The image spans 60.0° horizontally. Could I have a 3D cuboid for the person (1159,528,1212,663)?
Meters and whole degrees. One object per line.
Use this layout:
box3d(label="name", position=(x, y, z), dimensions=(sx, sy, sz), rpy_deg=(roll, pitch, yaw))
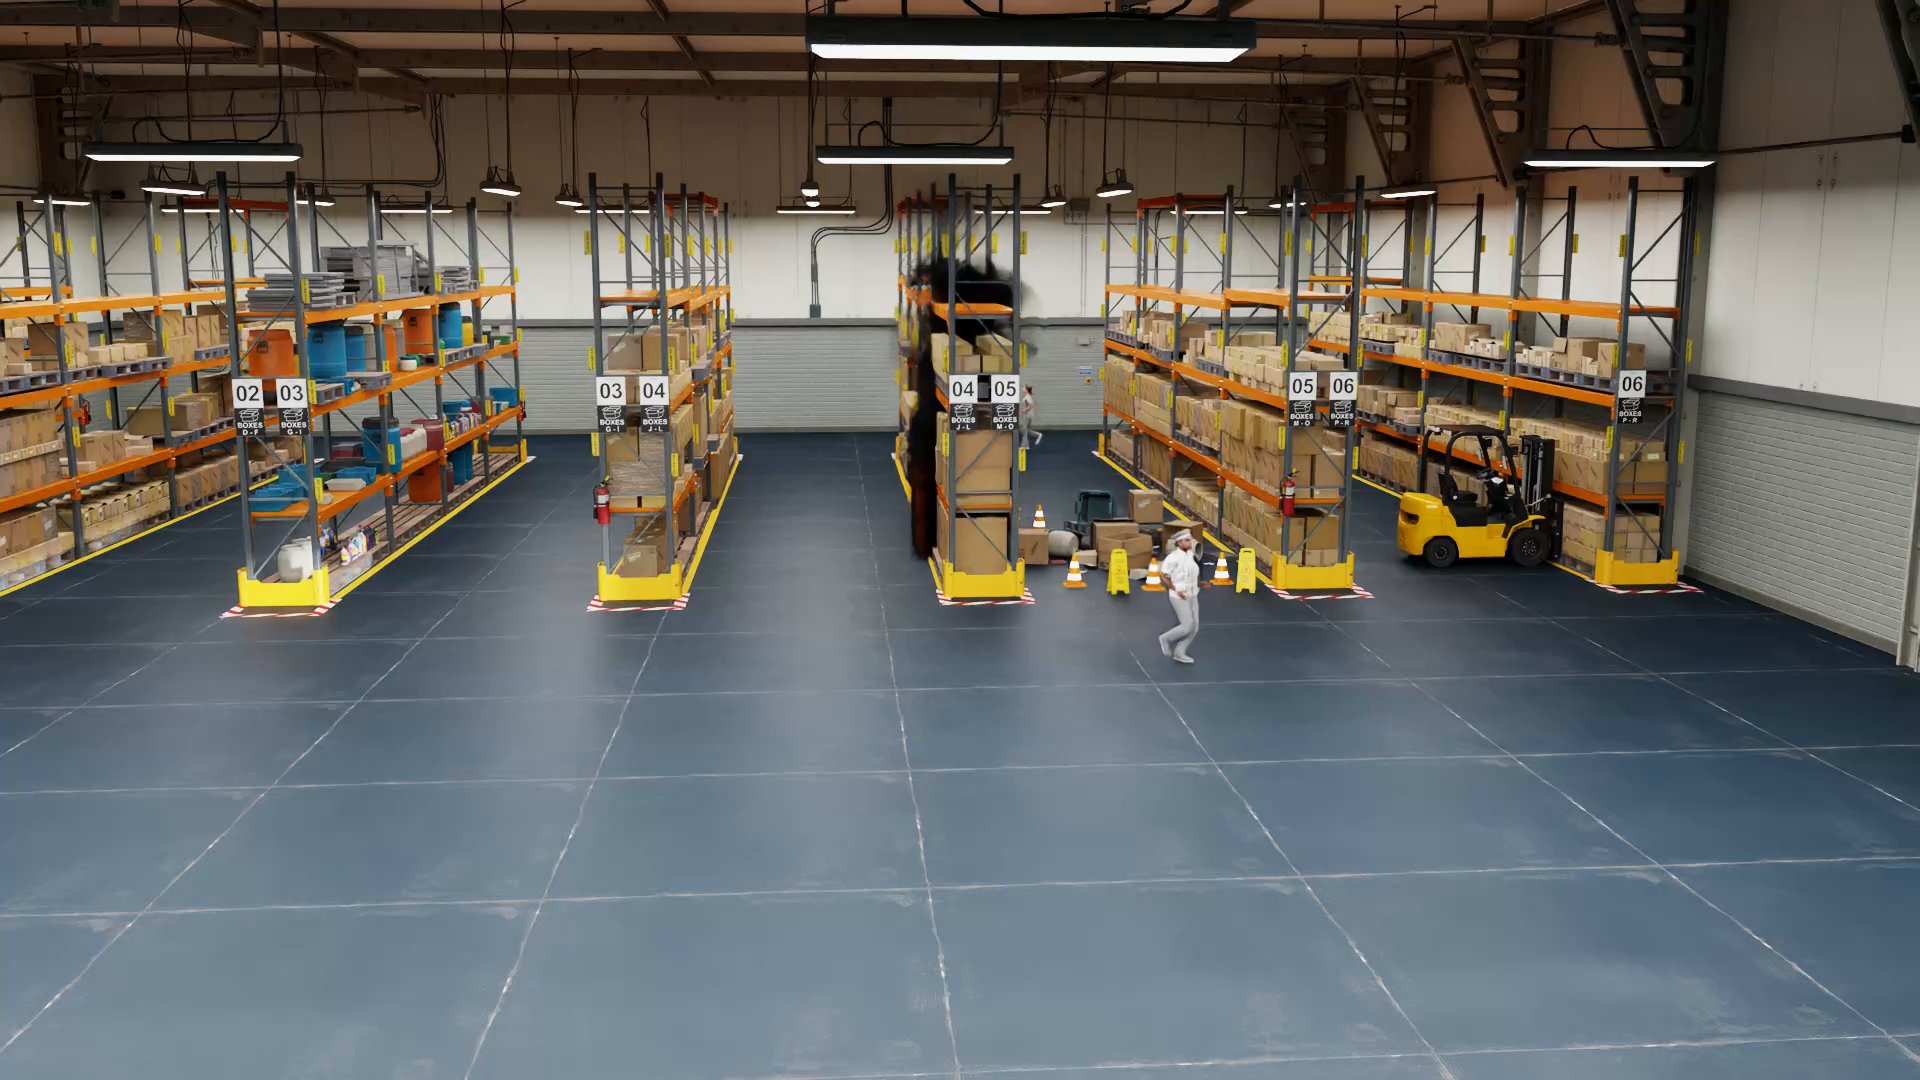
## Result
box3d(label="person", position=(2.725, 0.673, 20.126), dimensions=(0.573, 1.653, 0.571), rpy_deg=(9, 14, 43))

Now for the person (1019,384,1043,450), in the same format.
box3d(label="person", position=(1.745, -3.042, 41.289), dimensions=(0.647, 1.646, 0.567), rpy_deg=(0, 10, -2))
